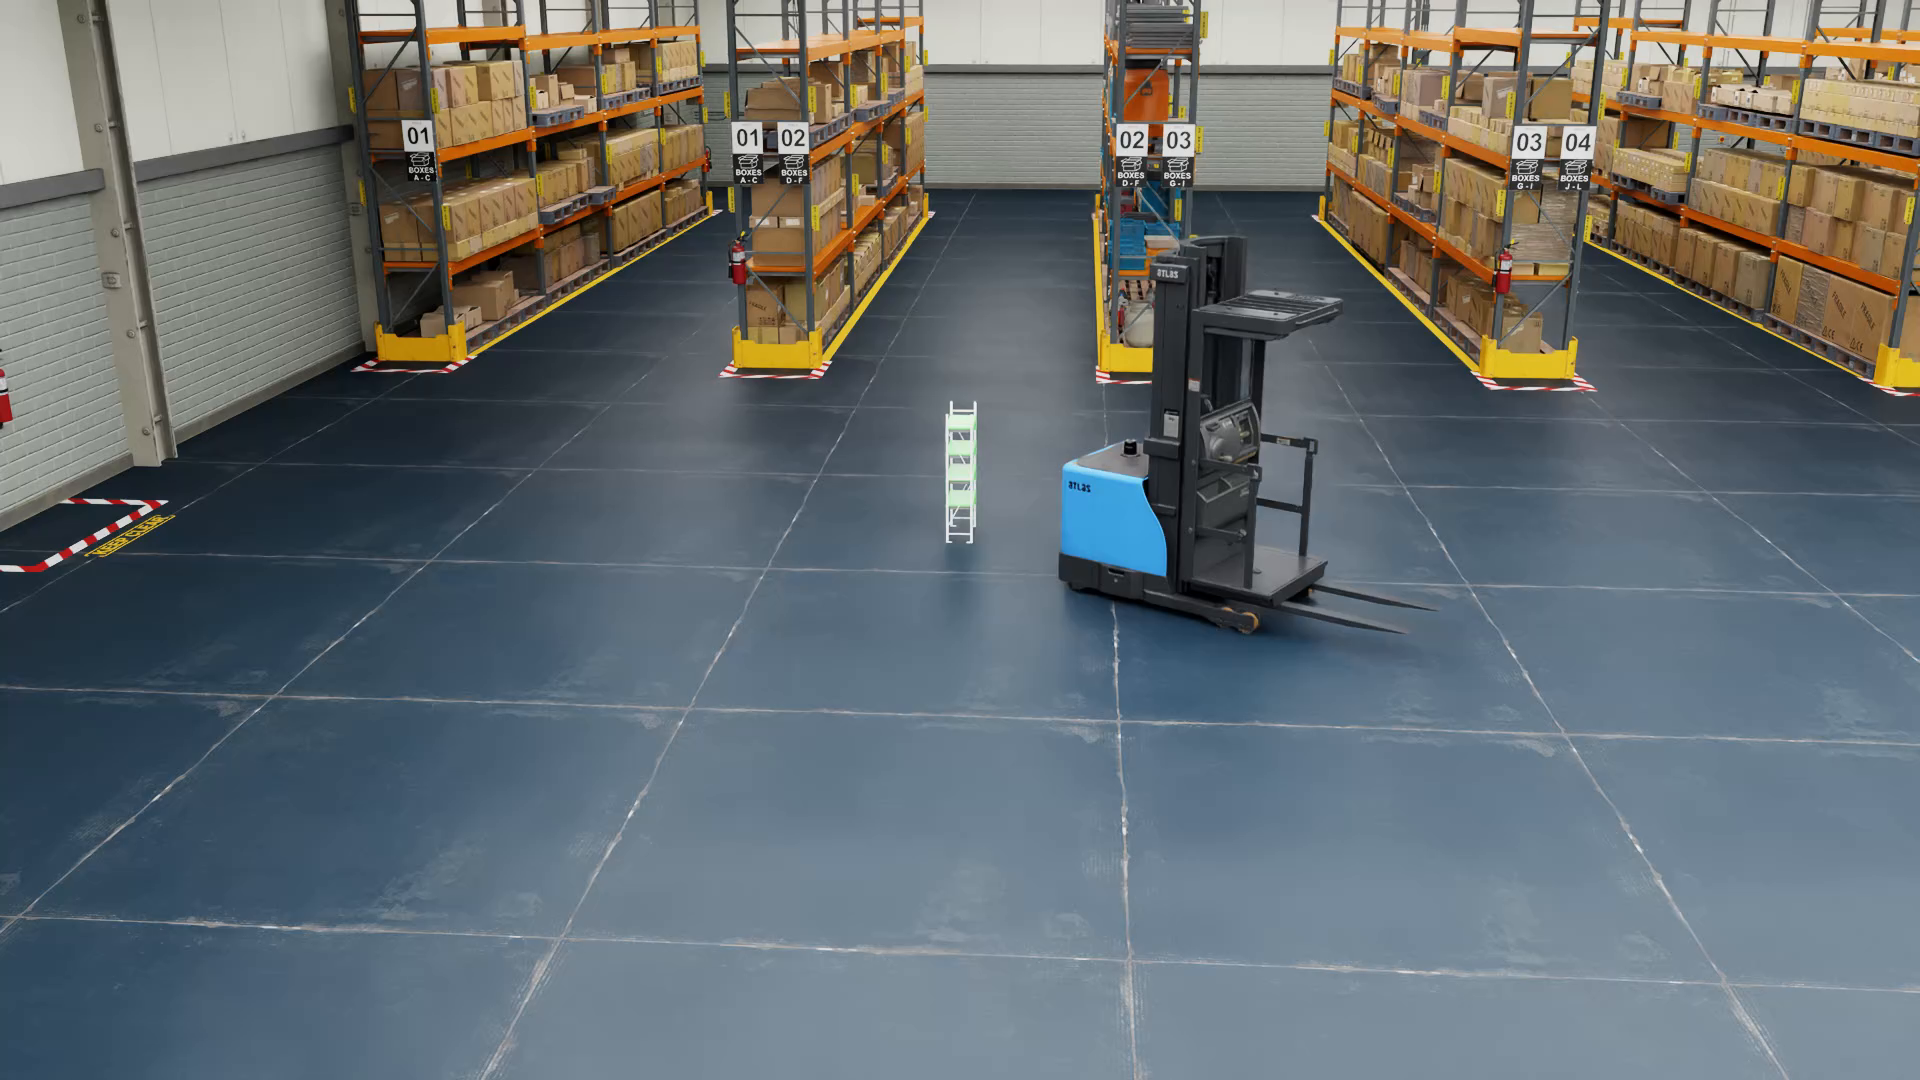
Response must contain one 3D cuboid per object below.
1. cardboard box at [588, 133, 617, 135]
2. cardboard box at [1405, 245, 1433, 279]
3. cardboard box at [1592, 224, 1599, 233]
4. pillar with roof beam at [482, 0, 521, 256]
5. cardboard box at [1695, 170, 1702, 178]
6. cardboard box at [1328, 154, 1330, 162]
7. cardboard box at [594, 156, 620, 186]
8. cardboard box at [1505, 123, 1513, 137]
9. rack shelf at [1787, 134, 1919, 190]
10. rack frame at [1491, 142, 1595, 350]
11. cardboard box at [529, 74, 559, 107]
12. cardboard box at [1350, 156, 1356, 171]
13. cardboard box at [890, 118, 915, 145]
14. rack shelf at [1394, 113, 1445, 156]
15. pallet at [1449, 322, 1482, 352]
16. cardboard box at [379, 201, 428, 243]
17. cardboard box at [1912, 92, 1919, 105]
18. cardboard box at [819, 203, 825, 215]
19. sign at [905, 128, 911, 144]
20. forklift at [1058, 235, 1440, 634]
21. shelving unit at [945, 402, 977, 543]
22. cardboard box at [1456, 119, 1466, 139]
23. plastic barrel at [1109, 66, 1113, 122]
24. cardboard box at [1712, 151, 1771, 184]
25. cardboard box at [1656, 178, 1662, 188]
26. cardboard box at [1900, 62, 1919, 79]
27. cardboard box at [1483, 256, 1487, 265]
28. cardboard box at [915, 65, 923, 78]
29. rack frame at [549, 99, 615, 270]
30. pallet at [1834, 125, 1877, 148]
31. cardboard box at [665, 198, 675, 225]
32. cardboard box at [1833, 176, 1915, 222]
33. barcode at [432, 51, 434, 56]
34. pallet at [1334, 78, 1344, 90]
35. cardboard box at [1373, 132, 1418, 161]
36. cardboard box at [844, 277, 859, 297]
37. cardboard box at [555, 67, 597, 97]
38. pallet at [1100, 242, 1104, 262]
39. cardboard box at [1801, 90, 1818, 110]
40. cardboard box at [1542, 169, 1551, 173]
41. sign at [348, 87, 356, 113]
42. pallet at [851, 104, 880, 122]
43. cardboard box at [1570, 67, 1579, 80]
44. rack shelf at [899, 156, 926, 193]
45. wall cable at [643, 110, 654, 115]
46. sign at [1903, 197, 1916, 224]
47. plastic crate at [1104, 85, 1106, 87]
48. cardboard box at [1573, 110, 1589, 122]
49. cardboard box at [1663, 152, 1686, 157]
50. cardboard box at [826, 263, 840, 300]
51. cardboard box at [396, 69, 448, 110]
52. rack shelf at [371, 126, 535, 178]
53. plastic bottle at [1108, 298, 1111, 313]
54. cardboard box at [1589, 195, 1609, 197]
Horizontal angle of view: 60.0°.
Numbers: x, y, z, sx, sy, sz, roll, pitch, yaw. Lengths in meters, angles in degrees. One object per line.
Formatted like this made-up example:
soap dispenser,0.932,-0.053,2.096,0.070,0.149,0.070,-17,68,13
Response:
cardboard box,-6.886,-7.724,32.130,0.500,0.250,0.500,1,18,2
cardboard box,7.949,-4.691,28.055,0.700,0.500,0.500,0,18,-1
cardboard box,12.975,-6.287,33.524,0.380,0.149,0.250,1,18,2
pillar with roof beam,-3.480,-8.752,27.509,9.100,9.000,0.400,1,18,4
cardboard box,13.212,-6.443,29.346,0.380,0.149,0.250,1,18,2
cardboard box,8.223,-8.313,36.206,0.380,0.149,0.250,1,18,5
cardboard box,-6.528,-6.726,30.288,0.500,0.500,0.500,2,18,6
cardboard box,7.139,-5.203,21.094,0.380,0.149,0.250,1,18,4
rack shelf,12.514,-5.128,22.422,1.077,0.370,4.000,1,18,4
rack frame,7.430,-3.566,21.315,1.000,3.000,0.127,1,18,4
cardboard box,-6.897,-7.363,27.252,0.500,0.500,0.500,1,18,2
cardboard box,8.060,-7.506,33.103,0.500,0.250,0.500,1,18,3
cardboard box,-1.202,-8.498,34.600,0.500,0.500,0.500,1,18,2
rack shelf,7.860,-6.513,26.647,1.077,0.370,4.000,1,18,4
pallet,7.619,-2.894,23.742,1.003,0.211,1.213,1,18,4
cardboard box,-7.570,-4.343,22.692,0.500,0.500,0.500,1,18,3
cardboard box,12.056,-5.468,20.591,0.380,0.149,0.250,1,18,4
cardboard box,-2.117,-4.661,23.455,0.380,0.149,0.250,1,18,3
sign,-1.036,-8.054,33.153,0.100,0.325,0.005,1,18,4
forklift,2.319,-0.848,13.130,3.031,2.935,1.130,13,22,34
shelving unit,0.012,-0.622,15.220,0.258,1.200,0.503,1,18,4
cardboard box,7.396,-5.864,23.752,0.500,0.250,0.500,1,18,3
plastic barrel,2.690,-7.151,26.635,0.600,0.901,0.708,1,18,4
cardboard box,12.867,-6.135,27.389,0.700,0.500,0.500,1,18,3
cardboard box,12.558,-6.309,29.416,0.380,0.149,0.250,2,18,5
cardboard box,18.427,-8.970,31.994,0.500,0.500,0.500,2,18,5
cardboard box,7.263,-3.773,22.352,0.380,0.149,0.250,1,18,4
cardboard box,-1.086,-10.184,36.133,0.500,0.250,0.500,1,18,4
rack frame,-6.818,-6.382,29.910,1.000,3.000,0.127,1,18,4
pallet,12.498,-5.418,22.291,1.003,0.211,1.213,1,18,4
cardboard box,-6.375,-6.866,34.727,0.700,0.500,0.500,2,18,5
cardboard box,12.467,-4.634,22.599,0.875,0.550,0.500,1,18,4
barcode,-7.633,-7.046,24.068,0.001,0.075,0.075,1,18,4
pallet,8.534,-9.688,35.323,1.003,0.211,1.213,1,18,4
cardboard box,8.192,-7.406,31.262,0.797,0.503,0.637,1,18,5
cardboard box,-1.888,-4.043,26.513,0.500,0.250,0.500,1,18,3
cardboard box,-6.841,-8.213,29.814,0.700,0.500,0.500,0,18,0
pallet,3.169,-5.460,31.573,1.003,0.211,1.213,1,18,4
cardboard box,12.343,-6.263,23.657,0.500,0.250,0.500,1,18,4
cardboard box,7.849,-4.860,23.022,0.500,0.500,0.500,1,18,4
sign,-7.944,-5.762,21.779,0.100,0.325,0.005,1,18,4
pallet,-1.914,-7.048,27.429,1.003,0.211,1.213,2,18,6
cardboard box,13.226,-9.851,35.117,0.500,0.250,0.500,2,18,5
rack shelf,-1.447,-7.794,35.375,1.077,0.370,4.000,1,18,4
wall cable,-7.096,-9.768,38.613,0.084,1.984,1.851,1,18,4
sign,11.830,-4.103,20.714,0.100,0.325,0.005,1,18,4
plastic crate,3.097,-9.039,33.470,0.416,0.233,0.300,1,18,4
cardboard box,13.190,-8.767,34.943,0.500,0.500,0.500,2,18,6
cardboard box,13.339,-7.139,30.994,0.380,0.149,0.250,1,18,4
cardboard box,-2.058,-3.820,24.629,0.500,0.500,0.500,1,18,4
cardboard box,-7.122,-5.969,22.035,0.500,0.500,0.500,0,18,0
rack shelf,-7.248,-5.602,23.868,1.077,0.370,4.000,1,18,4
plastic bottle,2.238,-3.487,24.729,0.061,0.283,0.133,2,18,6
cardboard box,13.732,-7.350,35.814,0.380,0.149,0.250,1,18,5
